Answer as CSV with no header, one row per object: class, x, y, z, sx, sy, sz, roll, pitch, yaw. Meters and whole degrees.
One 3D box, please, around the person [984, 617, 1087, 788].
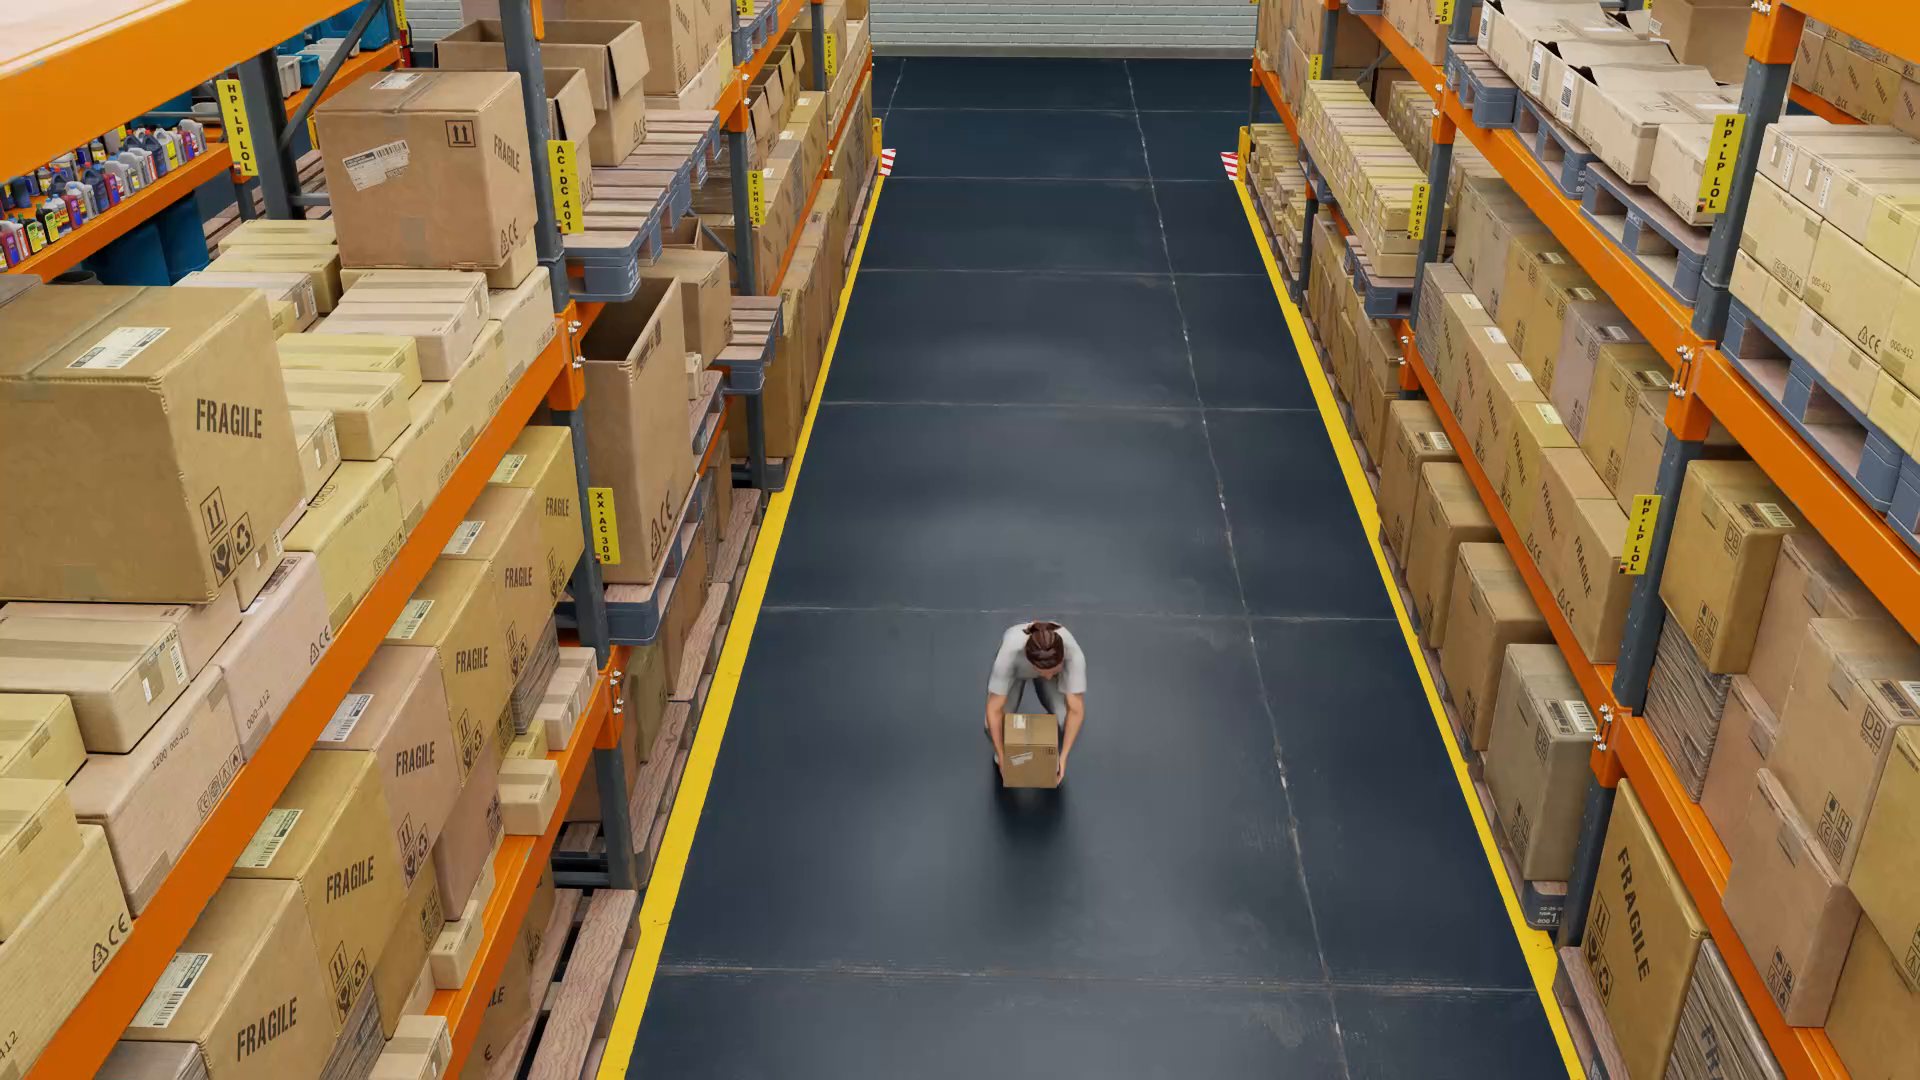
person,0.364,0.729,8.072,0.491,0.913,0.793,1,28,2
